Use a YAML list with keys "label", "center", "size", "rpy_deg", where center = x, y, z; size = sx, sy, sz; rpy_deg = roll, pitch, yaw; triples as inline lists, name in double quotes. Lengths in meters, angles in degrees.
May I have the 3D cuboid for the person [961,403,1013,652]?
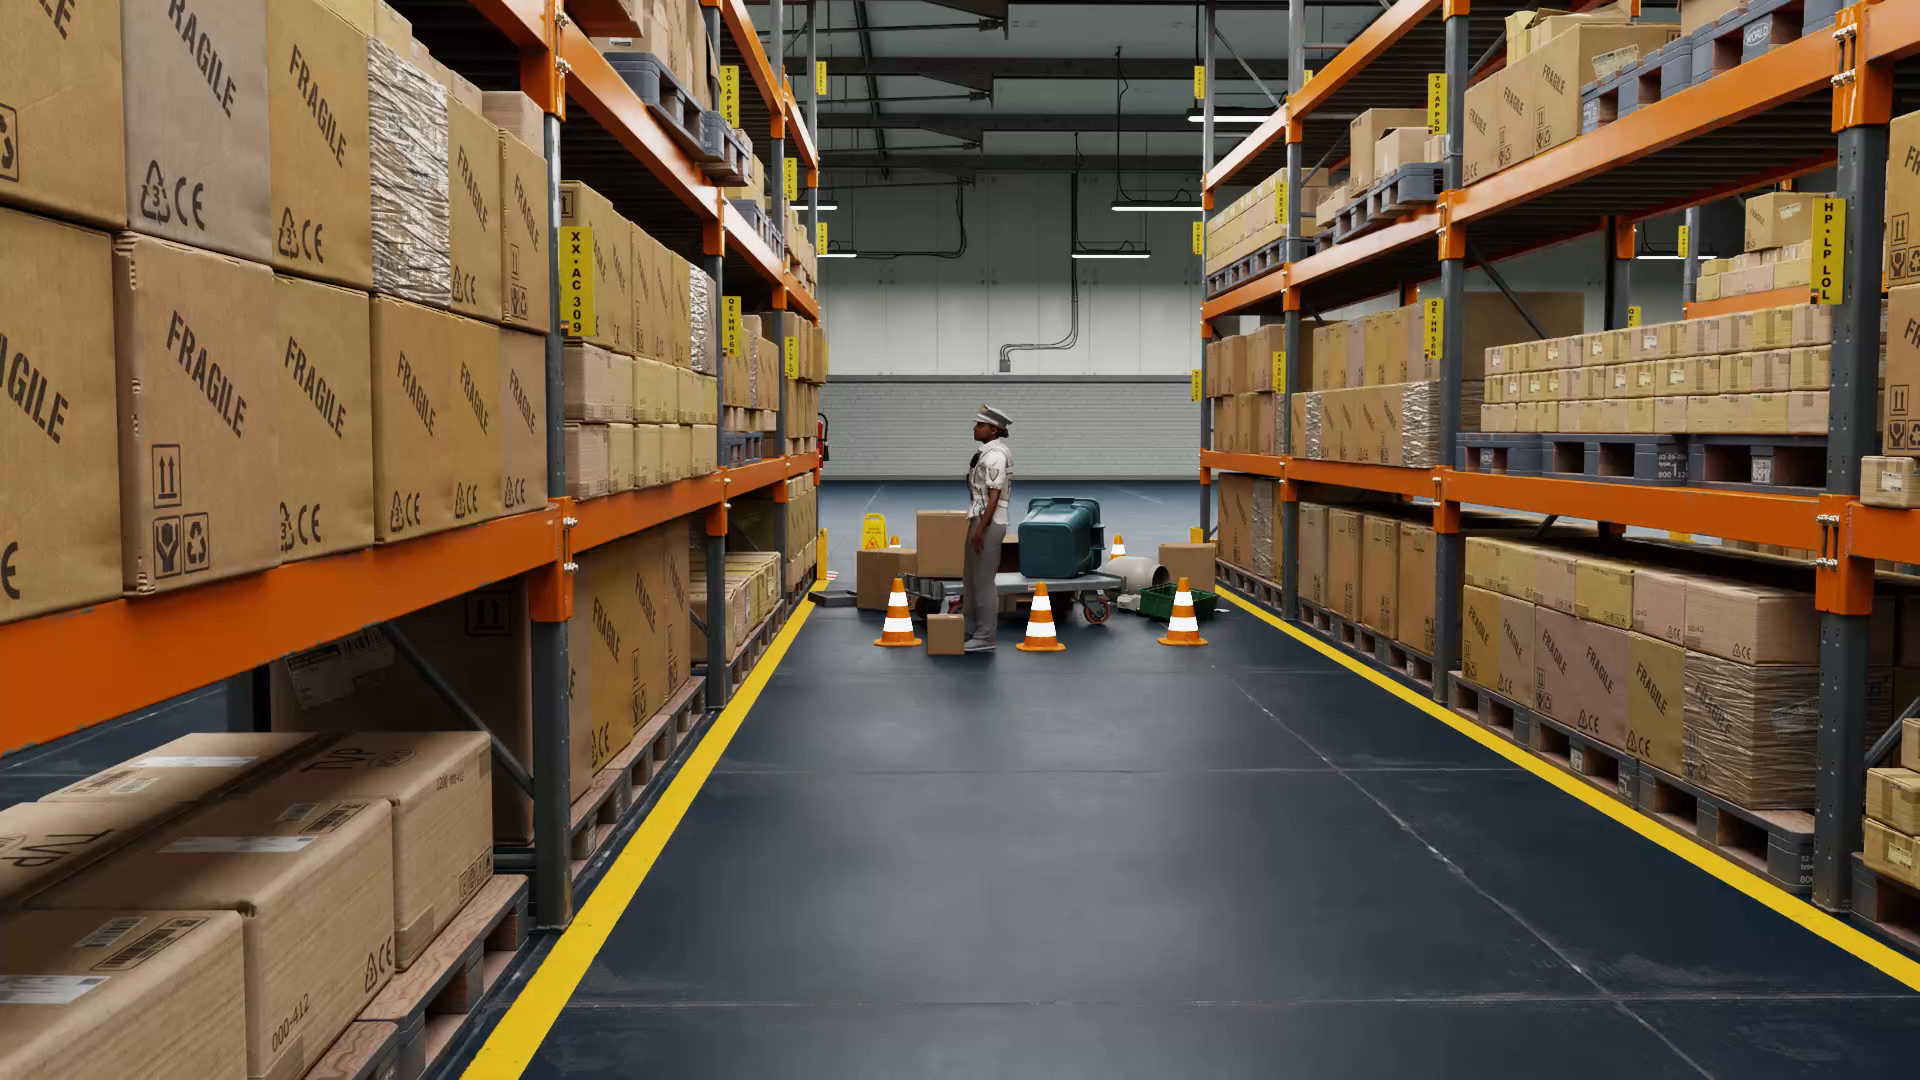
- label: "person"
  center: [0.102, -0.086, 11.380]
  size: [0.528, 1.695, 0.569]
  rpy_deg: [0, 4, -1]
